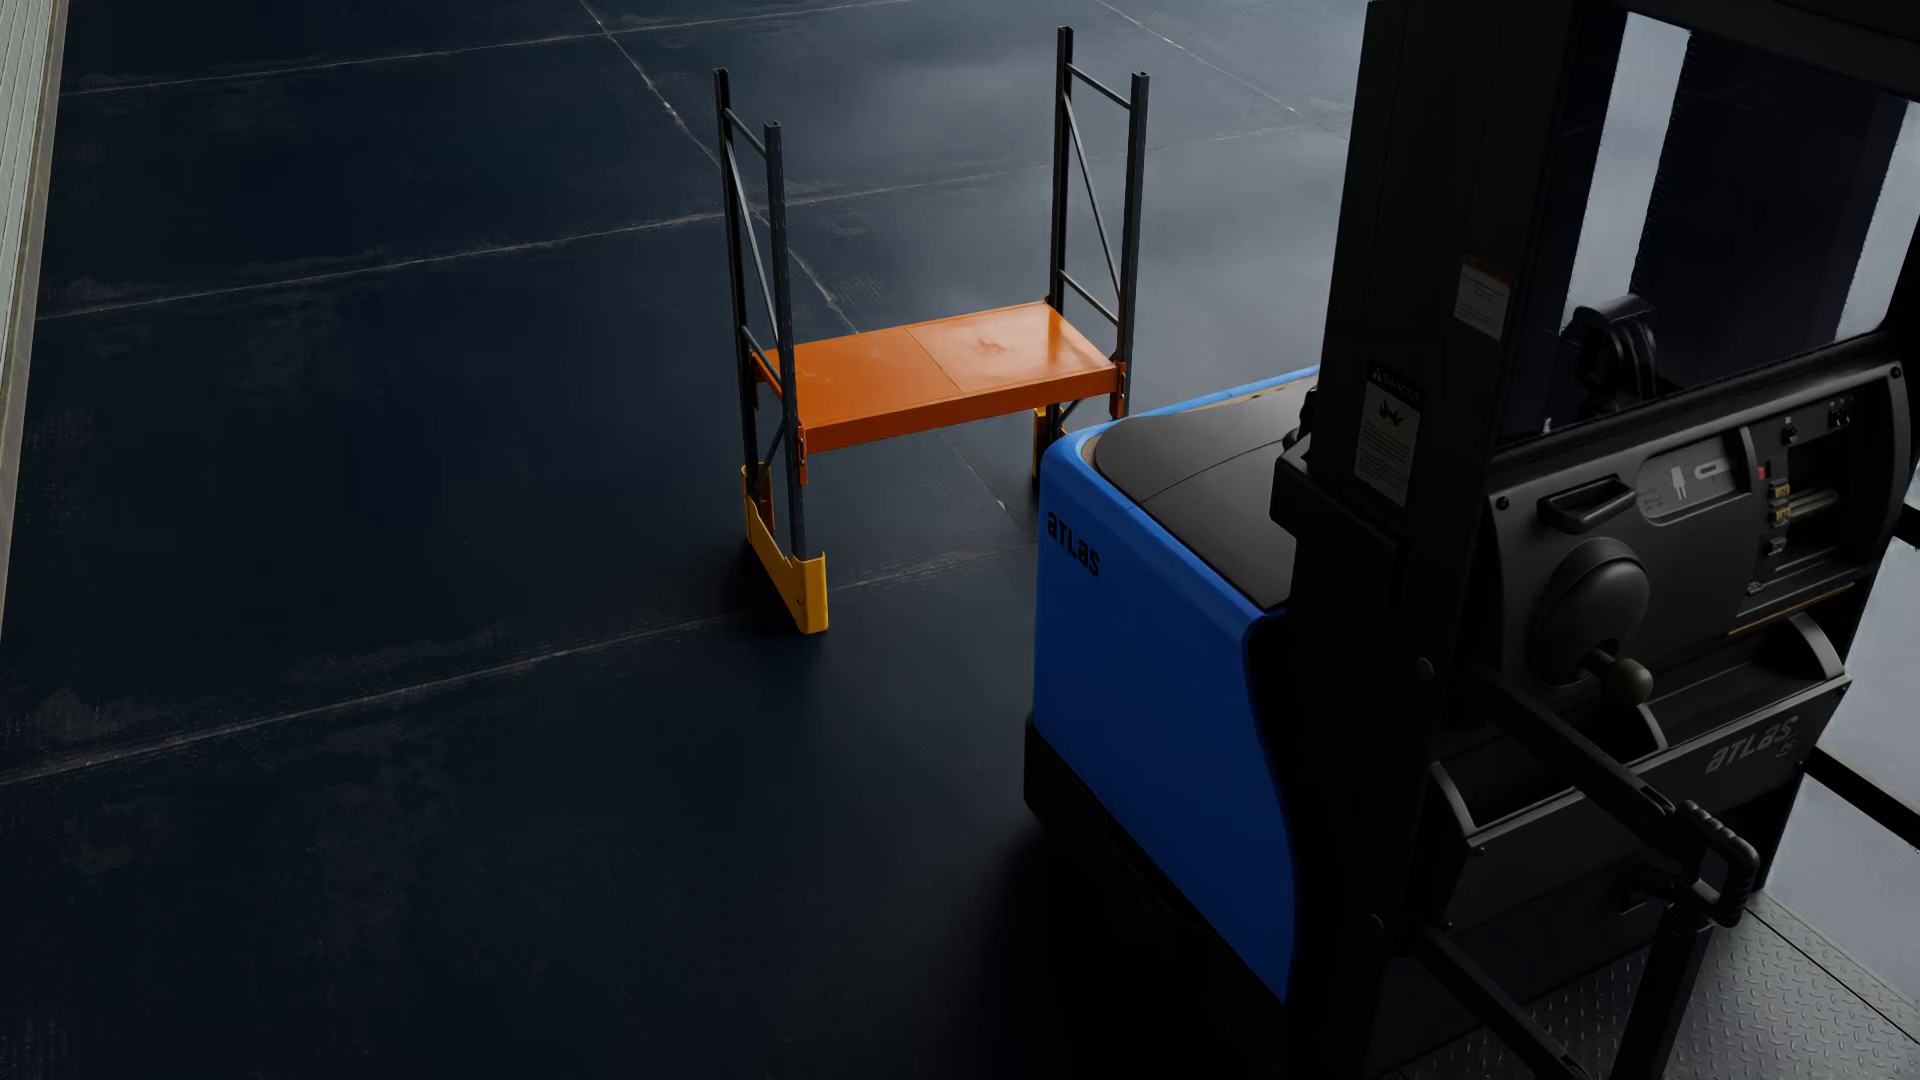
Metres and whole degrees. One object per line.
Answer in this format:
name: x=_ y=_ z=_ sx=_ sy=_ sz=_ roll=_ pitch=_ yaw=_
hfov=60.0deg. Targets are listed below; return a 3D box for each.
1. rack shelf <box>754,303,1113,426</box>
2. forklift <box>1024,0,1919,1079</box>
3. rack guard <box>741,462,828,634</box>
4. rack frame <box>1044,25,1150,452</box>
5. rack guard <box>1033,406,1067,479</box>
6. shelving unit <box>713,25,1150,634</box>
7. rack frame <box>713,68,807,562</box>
rack shelf: x=-0.079 y=-0.516 z=4.875 sx=0.952 sy=0.026 sz=0.459 roll=-13 pitch=35 yaw=-19
forklift: x=16.219 y=-1.206 z=4.415 sx=29.544 sy=2.935 sz=13.203 roll=-16 pitch=36 yaw=-23
rack guard: x=-0.529 y=0.016 z=4.995 sx=0.087 sy=0.250 sz=0.587 roll=-13 pitch=35 yaw=-19
rack frame: x=0.390 y=-0.718 z=4.978 sx=0.032 sy=1.500 sz=0.500 roll=-13 pitch=35 yaw=-19
rack guard: x=0.389 y=-0.194 z=5.319 sx=0.087 sy=0.250 sz=0.587 roll=-13 pitch=35 yaw=-19
shelving unit: x=-0.070 y=-0.613 z=4.816 sx=1.083 sy=1.500 sz=0.587 roll=-13 pitch=35 yaw=-19
rack frame: x=-0.547 y=-0.503 z=4.648 sx=0.032 sy=1.500 sz=0.500 roll=-13 pitch=35 yaw=-19
